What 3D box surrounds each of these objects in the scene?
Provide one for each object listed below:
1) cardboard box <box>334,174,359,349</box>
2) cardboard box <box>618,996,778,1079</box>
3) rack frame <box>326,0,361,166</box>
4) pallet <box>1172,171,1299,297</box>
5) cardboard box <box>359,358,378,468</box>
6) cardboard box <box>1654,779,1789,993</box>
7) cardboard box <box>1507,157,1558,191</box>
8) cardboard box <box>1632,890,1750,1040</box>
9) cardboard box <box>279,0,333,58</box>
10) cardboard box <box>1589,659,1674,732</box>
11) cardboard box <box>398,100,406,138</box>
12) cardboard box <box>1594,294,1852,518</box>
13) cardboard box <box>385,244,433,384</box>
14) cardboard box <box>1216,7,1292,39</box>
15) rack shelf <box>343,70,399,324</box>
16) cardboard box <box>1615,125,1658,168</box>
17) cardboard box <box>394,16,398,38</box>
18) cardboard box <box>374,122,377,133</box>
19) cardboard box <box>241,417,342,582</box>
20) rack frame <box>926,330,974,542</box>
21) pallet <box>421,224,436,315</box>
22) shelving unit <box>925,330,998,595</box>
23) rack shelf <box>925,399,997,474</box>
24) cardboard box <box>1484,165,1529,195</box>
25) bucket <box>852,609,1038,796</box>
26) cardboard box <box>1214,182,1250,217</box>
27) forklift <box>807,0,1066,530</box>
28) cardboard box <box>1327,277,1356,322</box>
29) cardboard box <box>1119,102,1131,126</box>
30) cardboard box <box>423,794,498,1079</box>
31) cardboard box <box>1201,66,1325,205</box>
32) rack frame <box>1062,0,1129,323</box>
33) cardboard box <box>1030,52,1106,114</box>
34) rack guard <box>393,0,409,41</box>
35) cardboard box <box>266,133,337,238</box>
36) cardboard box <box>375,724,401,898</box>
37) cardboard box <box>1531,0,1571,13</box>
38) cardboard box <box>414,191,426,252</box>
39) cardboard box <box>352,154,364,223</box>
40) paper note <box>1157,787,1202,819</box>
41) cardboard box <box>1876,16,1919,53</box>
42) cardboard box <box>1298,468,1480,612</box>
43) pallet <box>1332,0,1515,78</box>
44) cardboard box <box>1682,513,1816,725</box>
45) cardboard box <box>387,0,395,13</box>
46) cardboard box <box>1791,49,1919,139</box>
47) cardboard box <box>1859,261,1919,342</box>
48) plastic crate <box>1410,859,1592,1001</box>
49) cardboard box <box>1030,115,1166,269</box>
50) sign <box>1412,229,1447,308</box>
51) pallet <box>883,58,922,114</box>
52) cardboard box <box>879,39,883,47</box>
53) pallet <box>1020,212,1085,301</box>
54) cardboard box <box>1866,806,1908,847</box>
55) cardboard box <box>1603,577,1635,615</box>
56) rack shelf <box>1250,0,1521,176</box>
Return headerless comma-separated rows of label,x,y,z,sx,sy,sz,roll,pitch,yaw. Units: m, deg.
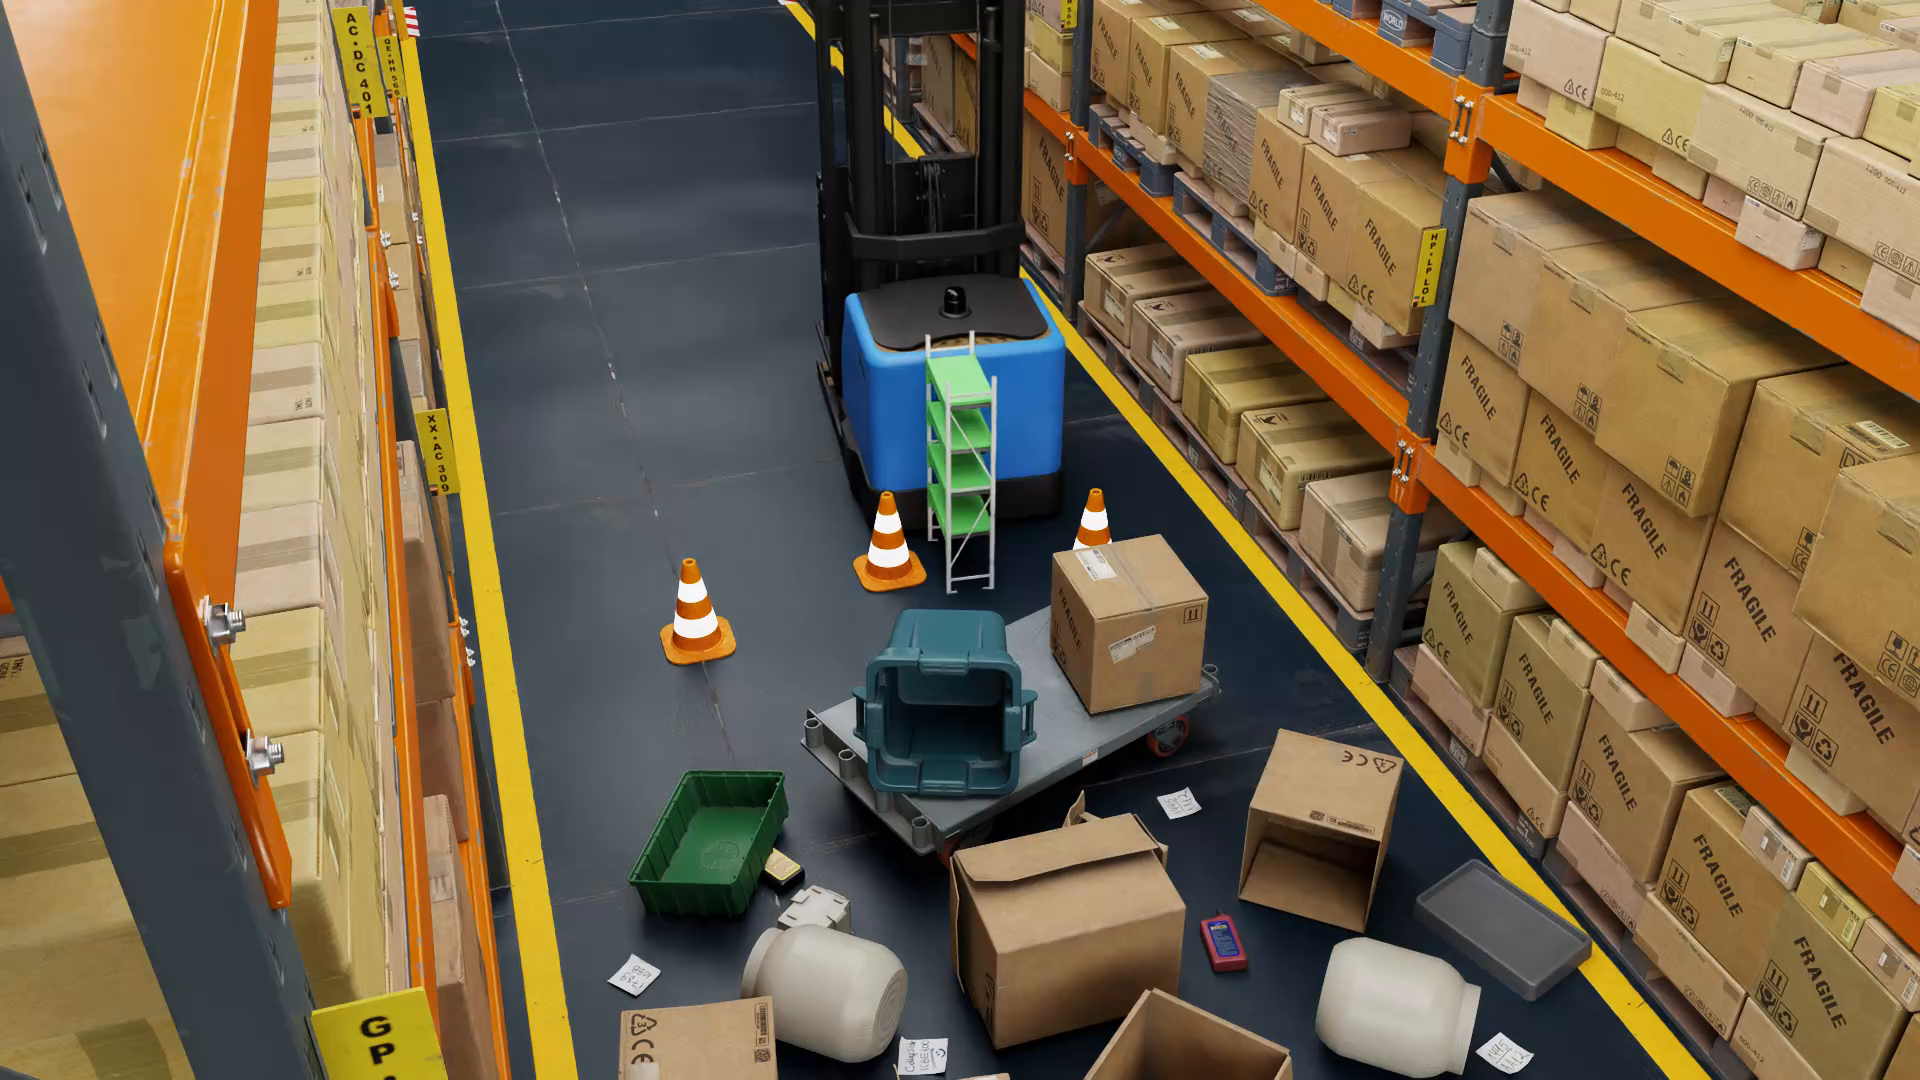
cardboard box,-1.591,-0.592,3.599,0.500,0.250,0.500,-10,35,-15
cardboard box,-0.839,1.879,5.451,0.500,0.500,0.500,-4,34,-6
rack frame,-2.290,-2.309,4.081,1.000,3.000,0.127,-10,35,-15
pallet,1.816,-1.679,8.744,1.003,0.211,1.213,-10,35,-15
cardboard box,-1.408,-0.231,3.414,0.380,0.149,0.250,-10,35,-15
cardboard box,2.811,1.152,5.719,0.500,0.500,0.500,-11,35,-16
cardboard box,2.586,-1.609,7.135,0.380,0.149,0.250,-10,35,-15
cardboard box,2.795,1.455,5.941,0.500,0.250,0.500,-11,35,-16
cardboard box,-1.875,-1.364,4.405,0.380,0.149,0.250,-10,35,-15
cardboard box,2.540,0.539,6.059,0.380,0.149,0.250,-8,34,-12
cardboard box,-4.119,-2.831,11.519,0.500,0.250,0.500,-8,34,-12
cardboard box,2.583,-0.467,5.468,0.700,0.500,0.500,-11,35,-16
cardboard box,-2.654,-0.963,7.396,0.500,0.500,0.500,-9,35,-14
cardboard box,1.744,-2.671,9.330,0.500,0.500,0.500,-11,35,-15
rack shelf,-2.900,-1.807,6.696,1.077,0.370,4.000,-10,35,-15
cardboard box,2.462,-1.375,5.616,0.380,0.149,0.250,-10,35,-15
cardboard box,-5.417,-4.733,15.396,0.380,0.149,0.250,-9,35,-13
cardboard box,-3.536,-2.386,9.487,0.380,0.149,0.250,-8,34,-12
cardboard box,-1.099,-0.030,2.386,0.380,0.149,0.250,-10,35,-14
rack frame,-0.048,-0.507,8.429,0.240,1.200,0.015,-7,34,-10
pallet,-4.116,-1.792,11.271,1.003,0.211,1.213,-10,35,-15
shelving unit,0.002,-0.375,8.229,0.258,1.200,0.503,-7,34,-10
rack shelf,0.002,-0.522,8.132,0.258,0.148,0.480,-7,34,-10
cardboard box,2.523,-1.327,7.295,0.500,0.500,0.500,-9,35,-14
bucket,-0.053,0.610,6.697,0.726,0.611,0.620,1,23,2
cardboard box,1.542,-1.803,8.605,0.380,0.149,0.250,-9,34,-13
forklift,-0.255,-2.070,9.225,1.130,2.935,3.031,-7,34,-10
cardboard box,1.909,-1.127,7.581,0.380,0.149,0.250,-11,35,-16
cardboard box,1.149,-2.506,9.668,0.380,0.149,0.250,-12,35,-18
cardboard box,-1.444,0.990,3.416,0.875,0.550,0.550,-10,35,-15
cardboard box,1.569,-2.043,8.380,0.500,0.500,0.500,-11,35,-17
rack frame,1.173,-2.791,10.253,1.000,3.000,0.127,-10,35,-15
cardboard box,0.771,-2.951,10.631,0.500,0.250,0.500,-11,35,-16
rack guard,-5.928,-5.023,15.899,1.175,0.500,0.348,-10,35,-15
cardboard box,-1.491,-0.701,3.402,0.380,0.149,0.250,-10,35,-15
cardboard box,-1.024,0.432,2.411,0.380,0.149,0.250,-10,35,-15
cardboard box,2.178,-1.950,5.764,0.380,0.149,0.250,-11,35,-16
cardboard box,-3.956,-2.253,11.325,0.500,0.500,0.500,-11,35,-16
cardboard box,-1.798,-0.900,4.426,0.380,0.149,0.250,-9,35,-14
paper note,0.930,1.113,7.038,0.148,0.019,0.142,-10,35,-15
cardboard box,3.030,-1.497,5.078,0.380,0.149,0.250,-11,35,-16
cardboard box,2.231,-0.045,8.100,0.950,0.372,0.625,-10,35,-14
pallet,2.306,-2.206,6.818,1.213,0.211,1.003,-10,35,-15
cardboard box,2.751,0.208,5.354,0.500,0.500,0.500,-10,35,-14
cardboard box,-5.326,-4.849,15.032,0.380,0.149,0.250,-11,35,-16
cardboard box,2.628,-1.276,4.744,0.380,0.149,0.250,-11,35,-15
cardboard box,2.727,-0.677,4.561,0.380,0.149,0.250,-10,35,-15
plastic crate,2.091,1.489,6.424,0.402,0.080,0.583,-23,40,-31
cardboard box,1.041,-2.457,11.293,0.875,0.875,0.875,-10,35,-15
sign,1.866,-1.079,6.612,0.100,0.325,0.005,-10,35,-15
pallet,-0.205,-4.140,14.824,1.003,0.211,1.213,-10,35,-15
cardboard box,-0.410,-4.815,15.260,0.875,0.438,0.875,-11,35,-16
pallet,1.004,-2.055,11.668,1.003,0.211,1.213,-10,35,-15
cardboard box,3.003,0.813,5.027,0.380,0.149,0.250,-10,35,-14
cardboard box,2.574,0.162,6.013,0.380,0.149,0.250,-10,35,-15
rack shelf,1.783,-2.693,8.036,1.077,0.370,4.000,-10,35,-15
